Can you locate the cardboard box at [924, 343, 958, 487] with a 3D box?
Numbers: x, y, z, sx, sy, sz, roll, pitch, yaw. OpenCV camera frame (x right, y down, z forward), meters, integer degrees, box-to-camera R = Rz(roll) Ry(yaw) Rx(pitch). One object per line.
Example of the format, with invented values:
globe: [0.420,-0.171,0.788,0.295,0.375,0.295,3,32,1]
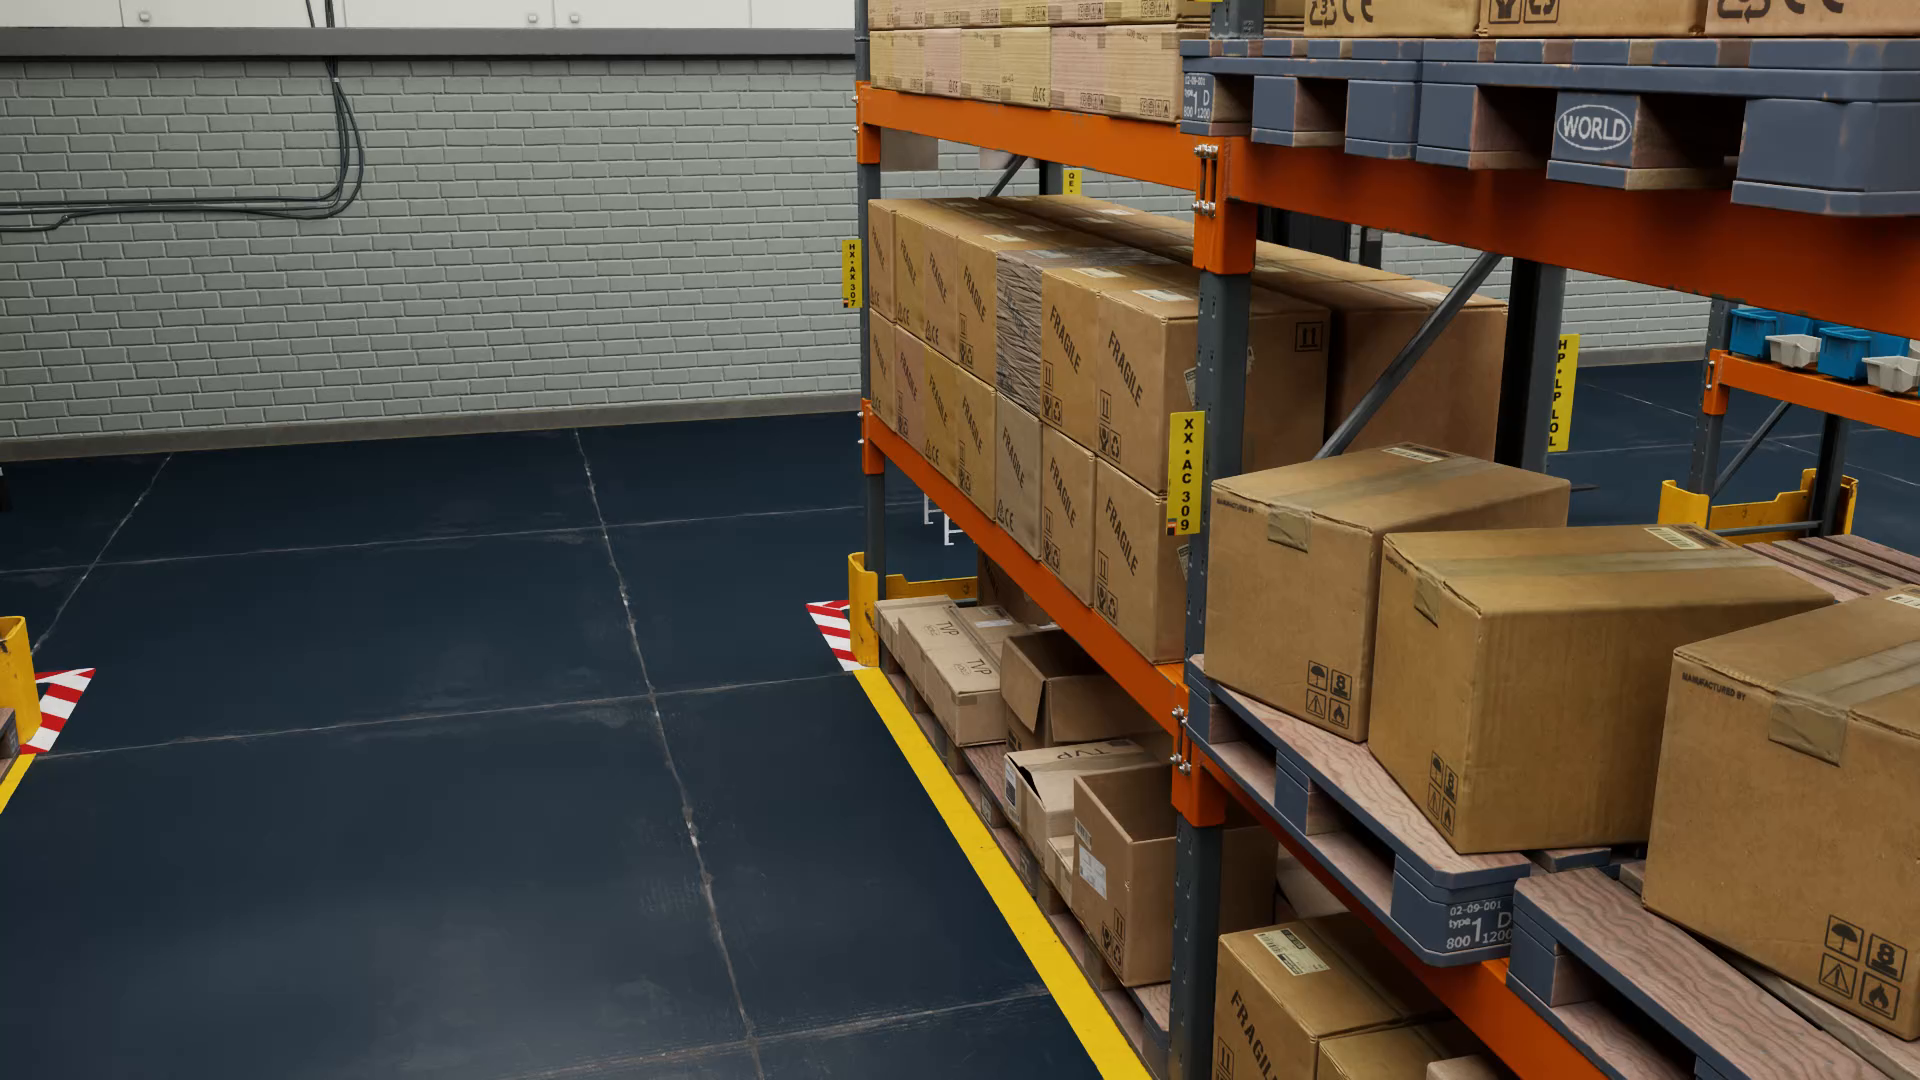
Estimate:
cardboard box: [0.157,-0.531,6.832,0.500,0.500,0.500,-5,17,-15]

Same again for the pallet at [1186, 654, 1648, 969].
pallet: [1.221,0.520,3.841,1.003,0.211,1.213,-5,17,-15]

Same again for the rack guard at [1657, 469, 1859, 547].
rack guard: [4.751,-0.107,9.940,1.175,0.500,0.348,-5,17,-15]

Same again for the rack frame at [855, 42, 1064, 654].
rack frame: [0.007,-0.908,8.261,1.000,3.000,0.127,-5,17,-15]

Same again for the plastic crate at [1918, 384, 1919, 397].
plastic crate: [4.884,-0.789,8.051,0.416,0.233,0.300,-5,17,-15]

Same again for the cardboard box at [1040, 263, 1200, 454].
cardboard box: [0.575,-0.589,5.288,0.500,0.500,0.500,-5,17,-16]

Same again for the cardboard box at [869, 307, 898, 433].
cardboard box: [-0.125,-0.812,7.769,0.500,0.500,0.500,-4,17,-14]

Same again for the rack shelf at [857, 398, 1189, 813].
rack shelf: [0.557,-0.010,6.523,1.077,0.370,4.000,-5,17,-15]

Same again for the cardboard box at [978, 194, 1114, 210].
cardboard box: [0.394,-1.334,7.766,0.500,0.500,0.500,-5,17,-16]

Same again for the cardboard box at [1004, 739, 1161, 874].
cardboard box: [0.471,0.933,6.042,0.500,0.311,0.500,-5,17,-15]

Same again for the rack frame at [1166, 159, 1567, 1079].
rack frame: [1.106,0.198,4.578,1.000,3.000,0.127,-5,17,-15]

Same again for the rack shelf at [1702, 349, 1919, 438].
rack shelf: [5.320,-0.401,7.824,1.077,0.370,4.000,-5,17,-15]

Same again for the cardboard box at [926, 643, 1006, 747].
cardboard box: [0.158,0.647,7.098,0.500,0.250,0.500,-5,17,-15]

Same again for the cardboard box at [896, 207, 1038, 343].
cardboard box: [0.026,-1.147,7.146,0.500,0.500,0.500,-5,17,-15]

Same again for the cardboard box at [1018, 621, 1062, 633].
cardboard box: [0.418,0.488,7.773,0.380,0.166,0.250,-5,17,-15]

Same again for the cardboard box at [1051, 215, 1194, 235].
cardboard box: [0.680,-1.051,6.825,0.500,0.500,0.500,-4,17,-14]

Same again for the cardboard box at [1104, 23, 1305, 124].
cardboard box: [0.717,-1.280,4.546,0.500,0.250,0.500,-5,17,-15]

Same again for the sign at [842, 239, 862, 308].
sign: [-0.515,-1.280,7.994,0.100,0.325,0.005,-5,17,-15]

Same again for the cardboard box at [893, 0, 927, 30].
cardboard box: [0.028,-2.211,6.776,0.500,0.250,0.500,-5,17,-15]

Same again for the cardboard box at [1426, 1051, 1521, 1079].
cardboard box: [1.280,1.255,3.336,0.500,0.250,0.500,-5,17,-15]

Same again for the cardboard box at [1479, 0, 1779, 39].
cardboard box: [1.379,-1.207,2.965,0.600,0.600,0.600,-5,17,-16]

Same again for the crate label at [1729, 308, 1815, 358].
crate label: [4.522,-1.153,9.263,0.416,0.233,0.303,-5,17,-15]

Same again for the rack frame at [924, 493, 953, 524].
rack frame: [-0.113,-0.688,10.657,0.240,1.200,0.015,-5,17,-15]

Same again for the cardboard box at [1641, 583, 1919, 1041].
cardboard box: [1.651,0.433,2.893,0.700,0.500,0.500,-10,19,-29]

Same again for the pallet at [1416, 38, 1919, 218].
pallet: [1.506,-0.676,2.600,1.213,0.211,1.003,-5,17,-15]

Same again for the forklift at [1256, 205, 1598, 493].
forklift: [2.606,-1.550,10.518,3.031,2.935,1.130,-3,17,-10]

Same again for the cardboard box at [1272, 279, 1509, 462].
cardboard box: [1.247,-0.481,4.928,0.500,0.500,0.500,-4,17,-14]

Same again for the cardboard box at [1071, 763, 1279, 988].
cardboard box: [0.677,1.050,5.324,0.500,0.500,0.500,-5,17,-15]

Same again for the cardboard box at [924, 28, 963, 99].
cardboard box: [0.168,-1.833,6.388,0.500,0.250,0.500,-5,17,-15]

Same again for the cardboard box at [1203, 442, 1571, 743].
cardboard box: [1.021,0.098,4.008,0.700,0.500,0.500,-12,20,-34]

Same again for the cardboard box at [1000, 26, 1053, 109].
cardboard box: [0.444,-1.557,5.467,0.500,0.250,0.500,-5,17,-15]

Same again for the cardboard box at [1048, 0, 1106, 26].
cardboard box: [0.577,-1.658,4.934,0.500,0.250,0.500,-5,17,-15]

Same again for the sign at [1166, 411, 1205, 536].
sign: [0.587,-0.171,4.304,0.100,0.325,0.005,-5,17,-15]

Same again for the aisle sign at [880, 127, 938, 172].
aisle sign: [-0.294,-2.149,7.873,0.394,0.787,0.004,-5,17,-15]

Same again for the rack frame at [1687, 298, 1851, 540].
rack frame: [4.771,-1.299,9.562,1.000,3.000,0.127,-5,17,-15]

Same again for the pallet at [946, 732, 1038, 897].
pallet: [0.579,1.006,6.737,1.003,0.211,1.213,-5,17,-15]

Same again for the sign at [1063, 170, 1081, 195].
sign: [0.546,-1.652,8.177,0.100,0.325,0.005,-5,17,-15]

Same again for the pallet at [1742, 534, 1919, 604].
pallet: [4.960,0.268,9.193,1.003,0.211,1.213,-5,17,-15]

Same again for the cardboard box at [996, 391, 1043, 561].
cardboard box: [0.436,-0.252,5.903,0.500,0.500,0.500,-4,17,-14]

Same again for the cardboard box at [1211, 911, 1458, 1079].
cardboard box: [1.005,1.338,4.365,0.500,0.500,0.500,-6,18,-18]

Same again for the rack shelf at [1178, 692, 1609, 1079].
rack shelf: [1.656,1.096,2.840,1.077,0.370,4.000,-5,17,-15]

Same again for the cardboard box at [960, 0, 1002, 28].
cardboard box: [0.305,-1.934,5.856,0.500,0.250,0.500,-5,17,-15]

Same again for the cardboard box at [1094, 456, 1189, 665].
cardboard box: [0.722,0.032,4.956,0.500,0.500,0.500,-4,17,-14]

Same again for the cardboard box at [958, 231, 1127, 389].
cardboard box: [0.299,-0.868,6.216,0.500,0.500,0.500,-5,17,-16]

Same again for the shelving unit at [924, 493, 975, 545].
shelving unit: [-0.045,-0.620,10.432,0.258,1.200,0.503,-5,17,-15]

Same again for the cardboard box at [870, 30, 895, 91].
cardboard box: [-0.096,-2.111,7.312,0.500,0.250,0.500,-5,17,-15]

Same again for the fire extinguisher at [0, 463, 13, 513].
fire extinguisher: [-4.353,-0.378,7.279,0.296,0.674,0.183,-5,17,-15]

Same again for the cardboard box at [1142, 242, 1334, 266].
cardboard box: [0.964,-0.766,5.876,0.500,0.500,0.500,-5,17,-17]

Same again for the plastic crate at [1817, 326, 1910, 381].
plastic crate: [4.703,-0.971,8.657,0.416,0.233,0.300,-5,17,-15]

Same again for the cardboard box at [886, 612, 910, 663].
cardboard box: [-0.140,0.450,7.900,0.380,0.166,0.250,-5,17,-15]
